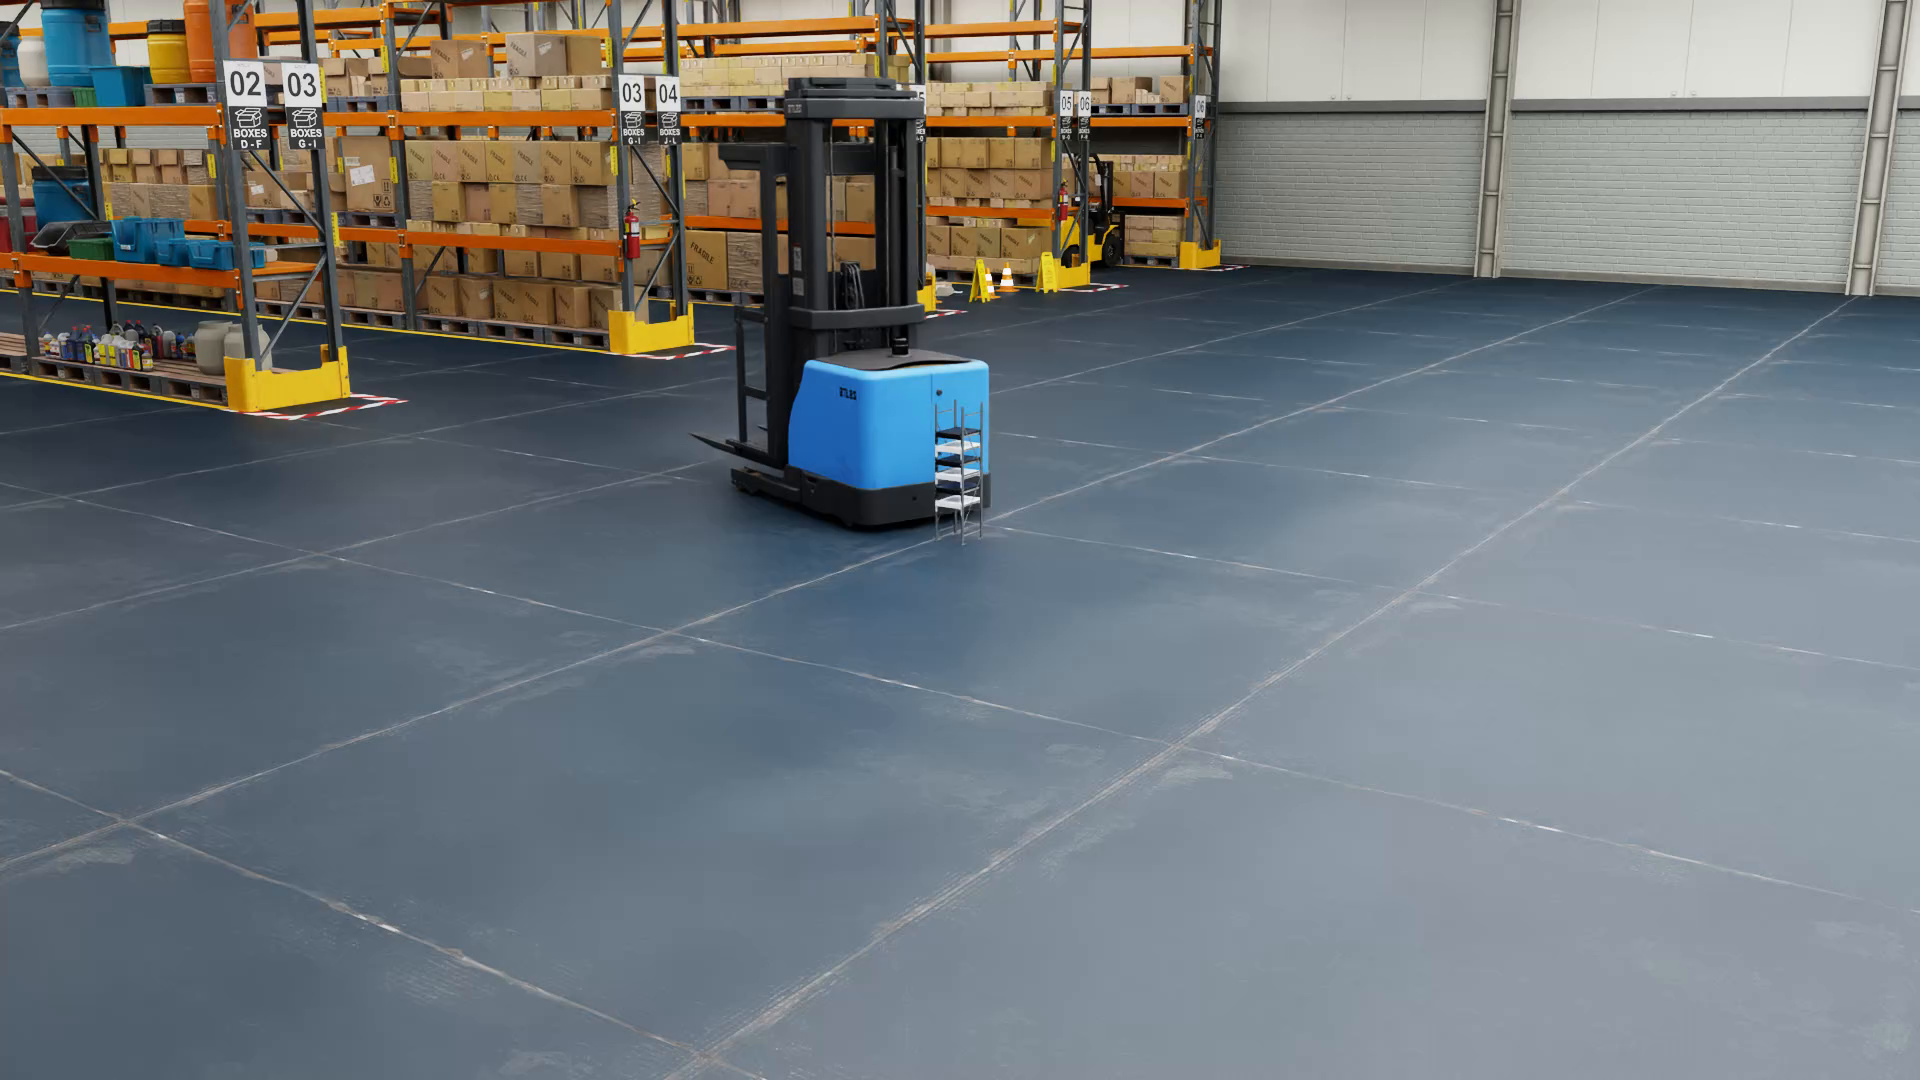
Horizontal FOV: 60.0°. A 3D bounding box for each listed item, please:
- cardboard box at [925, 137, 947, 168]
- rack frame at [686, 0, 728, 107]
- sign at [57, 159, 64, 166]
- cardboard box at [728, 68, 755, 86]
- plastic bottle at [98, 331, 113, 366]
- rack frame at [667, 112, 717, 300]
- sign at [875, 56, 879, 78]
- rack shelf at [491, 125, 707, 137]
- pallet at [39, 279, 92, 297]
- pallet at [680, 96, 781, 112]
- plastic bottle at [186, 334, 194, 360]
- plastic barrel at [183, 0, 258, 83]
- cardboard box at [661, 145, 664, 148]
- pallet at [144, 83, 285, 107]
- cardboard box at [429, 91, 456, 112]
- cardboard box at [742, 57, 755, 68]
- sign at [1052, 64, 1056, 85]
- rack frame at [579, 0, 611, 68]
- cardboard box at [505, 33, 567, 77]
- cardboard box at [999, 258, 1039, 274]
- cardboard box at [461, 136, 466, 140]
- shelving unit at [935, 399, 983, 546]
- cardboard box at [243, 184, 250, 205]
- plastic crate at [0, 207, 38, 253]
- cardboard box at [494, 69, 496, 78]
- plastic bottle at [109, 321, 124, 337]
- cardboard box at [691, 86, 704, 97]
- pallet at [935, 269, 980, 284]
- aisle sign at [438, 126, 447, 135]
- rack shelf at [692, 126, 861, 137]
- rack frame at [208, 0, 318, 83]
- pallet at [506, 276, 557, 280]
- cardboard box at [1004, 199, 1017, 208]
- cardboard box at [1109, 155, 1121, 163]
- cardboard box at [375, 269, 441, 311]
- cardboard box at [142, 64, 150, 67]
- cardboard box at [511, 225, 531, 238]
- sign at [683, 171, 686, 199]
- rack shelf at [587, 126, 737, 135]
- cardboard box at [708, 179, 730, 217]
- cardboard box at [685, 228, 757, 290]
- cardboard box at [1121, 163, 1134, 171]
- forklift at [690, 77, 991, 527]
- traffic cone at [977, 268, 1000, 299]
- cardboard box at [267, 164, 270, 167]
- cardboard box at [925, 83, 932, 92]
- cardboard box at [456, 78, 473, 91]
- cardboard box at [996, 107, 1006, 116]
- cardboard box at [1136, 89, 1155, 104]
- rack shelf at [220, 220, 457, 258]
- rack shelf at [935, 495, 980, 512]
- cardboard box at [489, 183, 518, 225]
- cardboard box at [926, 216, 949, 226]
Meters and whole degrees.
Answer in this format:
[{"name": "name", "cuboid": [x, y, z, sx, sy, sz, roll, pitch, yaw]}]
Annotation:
[{"name": "cardboard box", "cuboid": [-0.408, -6.725, 28.841, 0.500, 0.500, 0.700, 9, 16, 32]}, {"name": "rack frame", "cuboid": [-4.784, -9.743, 31.456, 0.127, 3.000, 1.000, 9, 17, 33]}, {"name": "sign", "cuboid": [-13.943, -5.740, 25.801, 0.005, 0.325, 0.100, 9, 17, 33]}, {"name": "cardboard box", "cuboid": [-3.056, -6.818, 24.492, 0.500, 0.250, 0.500, 9, 16, 32]}, {"name": "plastic bottle", "cuboid": [-8.813, -1.986, 17.200, 0.185, 0.351, 0.144, 9, 17, 32]}, {"name": "rack frame", "cuboid": [-4.144, -5.294, 25.968, 0.127, 3.000, 1.000, 9, 17, 33]}, {"name": "sign", "cuboid": [-1.139, -6.499, 22.915, 0.005, 0.325, 0.100, 9, 17, 33]}, {"name": "rack shelf", "cuboid": [-5.804, -6.669, 26.778, 4.000, 0.370, 1.077, 9, 17, 33]}, {"name": "pallet", "cuboid": [-14.222, -4.156, 27.172, 1.213, 0.211, 1.003, 9, 17, 33]}, {"name": "pallet", "cuboid": [-3.471, -6.596, 25.167, 1.213, 0.211, 1.003, 9, 17, 33]}, {"name": "plastic bottle", "cuboid": [-8.139, -2.049, 17.620, 0.097, 0.271, 0.097, 0, 14, 0]}, {"name": "plastic barrel", "cuboid": [-6.915, -4.703, 15.570, 0.708, 0.830, 0.600, 9, 17, 33]}, {"name": "cardboard box", "cuboid": [-5.790, -7.450, 32.386, 0.500, 0.500, 0.500, 10, 17, 34]}, {"name": "pallet", "cuboid": [-7.073, -4.290, 16.061, 1.213, 0.211, 1.003, 9, 17, 33]}, {"name": "cardboard box", "cuboid": [-6.324, -5.521, 20.953, 0.500, 0.250, 0.500, 9, 17, 32]}, {"name": "cardboard box", "cuboid": [-2.975, -6.981, 24.320, 0.250, 0.149, 0.380, 9, 17, 33]}, {"name": "sign", "cuboid": [1.527, -7.536, 26.940, 0.005, 0.325, 0.100, 9, 17, 33]}, {"name": "rack frame", "cuboid": [-8.655, -11.807, 39.790, 0.127, 3.000, 1.000, 9, 17, 33]}, {"name": "cardboard box", "cuboid": [-5.104, -5.832, 20.029, 0.500, 0.500, 0.500, 9, 17, 33]}, {"name": "cardboard box", "cuboid": [1.013, -4.686, 28.357, 0.500, 0.250, 0.500, 9, 17, 33]}, {"name": "cardboard box", "cuboid": [-10.398, -8.515, 35.340, 0.250, 0.149, 0.380, 9, 17, 33]}, {"name": "shelving unit", "cuboid": [-0.007, -0.438, 10.719, 0.210, 0.900, 0.258, 9, 17, 33]}, {"name": "cardboard box", "cuboid": [-10.567, -5.023, 24.666, 0.500, 0.500, 0.500, 10, 17, 34]}, {"name": "plastic crate", "cuboid": [-10.333, -3.366, 18.047, 0.583, 0.464, 0.402, 9, 17, 33]}, {"name": "cardboard box", "cuboid": [-7.944, -7.709, 27.681, 0.258, 0.266, 0.396, 9, 17, 33]}, {"name": "plastic bottle", "cuboid": [-9.146, -2.202, 18.071, 0.185, 0.351, 0.144, 9, 17, 33]}, {"name": "cardboard box", "cuboid": [-3.816, -6.730, 24.966, 0.250, 0.149, 0.380, 9, 17, 33]}, {"name": "pallet", "cuboid": [0.128, -4.695, 29.350, 1.213, 0.211, 1.003, 9, 17, 33]}, {"name": "aisle sign", "cuboid": [-11.309, -9.238, 36.488, 0.004, 0.787, 0.394, 9, 17, 33]}, {"name": "rack shelf", "cuboid": [-3.125, -7.670, 30.820, 4.000, 0.370, 1.077, 9, 17, 33]}, {"name": "rack frame", "cuboid": [-6.441, -5.707, 15.151, 0.127, 3.000, 1.000, 9, 17, 33]}, {"name": "pallet", "cuboid": [-6.851, -4.357, 27.983, 1.213, 0.211, 1.003, 9, 17, 33]}, {"name": "cardboard box", "cuboid": [0.951, -5.695, 28.108, 0.250, 0.149, 0.380, 9, 16, 32]}, {"name": "cardboard box", "cuboid": [3.091, -7.414, 32.353, 0.250, 0.149, 0.380, 10, 17, 34]}, {"name": "cardboard box", "cuboid": [-7.494, -3.406, 22.626, 0.500, 0.500, 0.700, 8, 16, 29]}, {"name": "cardboard box", "cuboid": [-11.627, -6.730, 24.441, 0.500, 0.500, 0.500, 10, 17, 36]}, {"name": "cardboard box", "cuboid": [-5.332, -3.838, 20.607, 0.250, 0.149, 0.380, 9, 17, 33]}, {"name": "sign", "cuboid": [-3.374, -4.311, 20.194, 0.005, 0.325, 0.100, 9, 17, 33]}, {"name": "rack shelf", "cuboid": [-6.996, -9.733, 39.154, 4.000, 0.370, 1.077, 9, 17, 33]}, {"name": "cardboard box", "cuboid": [-3.362, -5.251, 25.480, 0.550, 0.550, 0.875, 9, 17, 33]}, {"name": "cardboard box", "cuboid": [-3.661, -4.369, 25.776, 0.875, 0.875, 0.875, 9, 17, 34]}, {"name": "cardboard box", "cuboid": [3.320, -7.240, 32.270, 0.250, 0.149, 0.380, 9, 16, 31]}, {"name": "forklift", "cuboid": [-1.036, -1.809, 12.033, 1.130, 2.935, 3.031, -9, 17, -33]}, {"name": "traffic cone", "cuboid": [0.440, -4.061, 26.264, 0.334, 0.463, 0.336, 9, 17, 33]}, {"name": "cardboard box", "cuboid": [-12.599, -6.779, 31.140, 0.500, 0.500, 0.500, 9, 16, 31]}, {"name": "cardboard box", "cuboid": [-0.503, -7.779, 28.625, 0.250, 0.149, 0.380, 9, 16, 31]}, {"name": "cardboard box", "cuboid": [-6.026, -5.651, 20.647, 0.250, 0.149, 0.380, 9, 16, 32]}, {"name": "cardboard box", "cuboid": [0.802, -7.201, 27.952, 0.250, 0.149, 0.380, 9, 17, 33]}, {"name": "cardboard box", "cuboid": [3.553, -8.477, 31.778, 0.258, 0.266, 0.396, 9, 17, 33]}, {"name": "rack shelf", "cuboid": [-8.656, -4.238, 23.198, 4.000, 0.370, 1.077, 9, 17, 33]}, {"name": "rack shelf", "cuboid": [-0.007, -0.231, 10.771, 0.200, 0.077, 0.258, 9, 17, 33]}, {"name": "cardboard box", "cuboid": [-5.399, -4.243, 20.894, 0.500, 0.500, 0.875, 9, 17, 33]}, {"name": "cardboard box", "cuboid": [-0.404, -5.577, 29.049, 0.250, 0.149, 0.380, 10, 17, 36]}]
